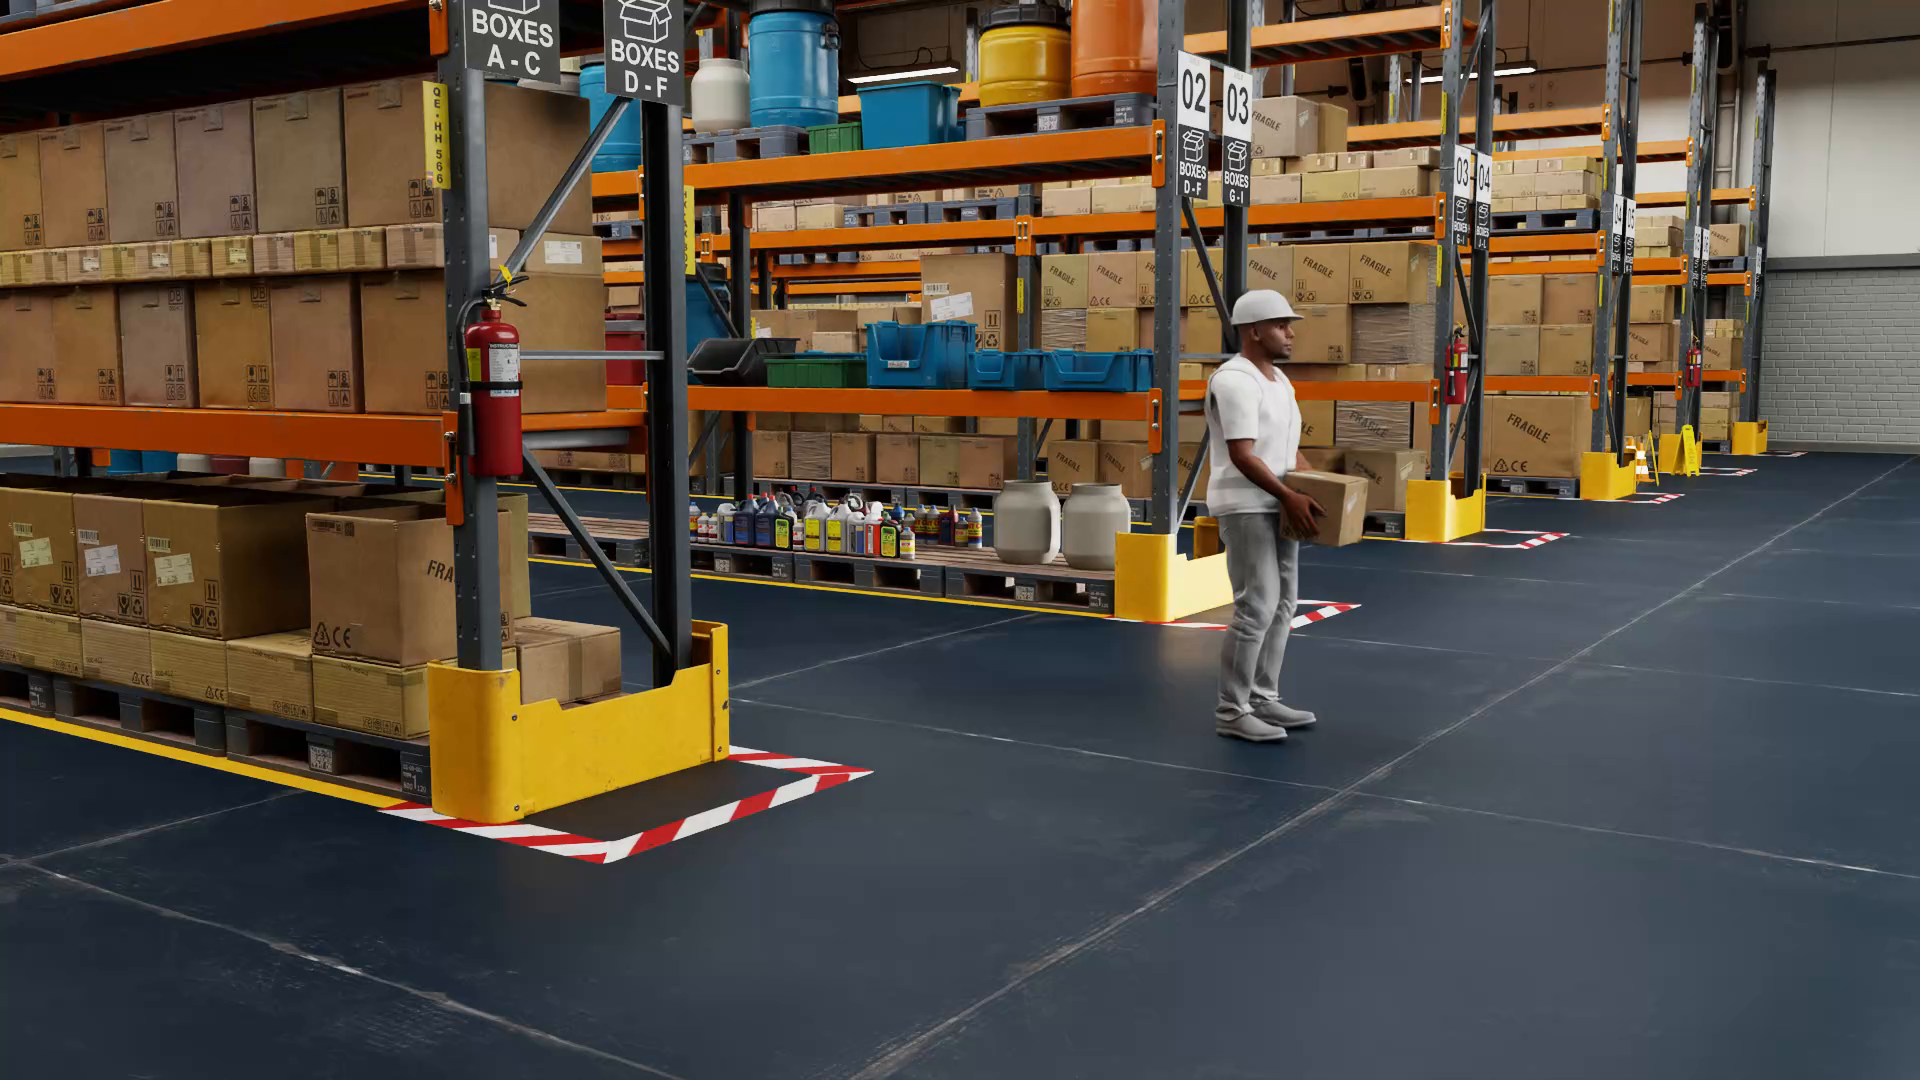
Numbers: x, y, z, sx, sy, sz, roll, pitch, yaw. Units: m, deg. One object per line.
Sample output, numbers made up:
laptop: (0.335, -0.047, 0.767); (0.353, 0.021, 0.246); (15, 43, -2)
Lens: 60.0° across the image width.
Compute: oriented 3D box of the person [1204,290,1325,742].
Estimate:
person: (1.254, -0.105, 6.626); (0.520, 1.769, 0.558); (4, 7, 33)
